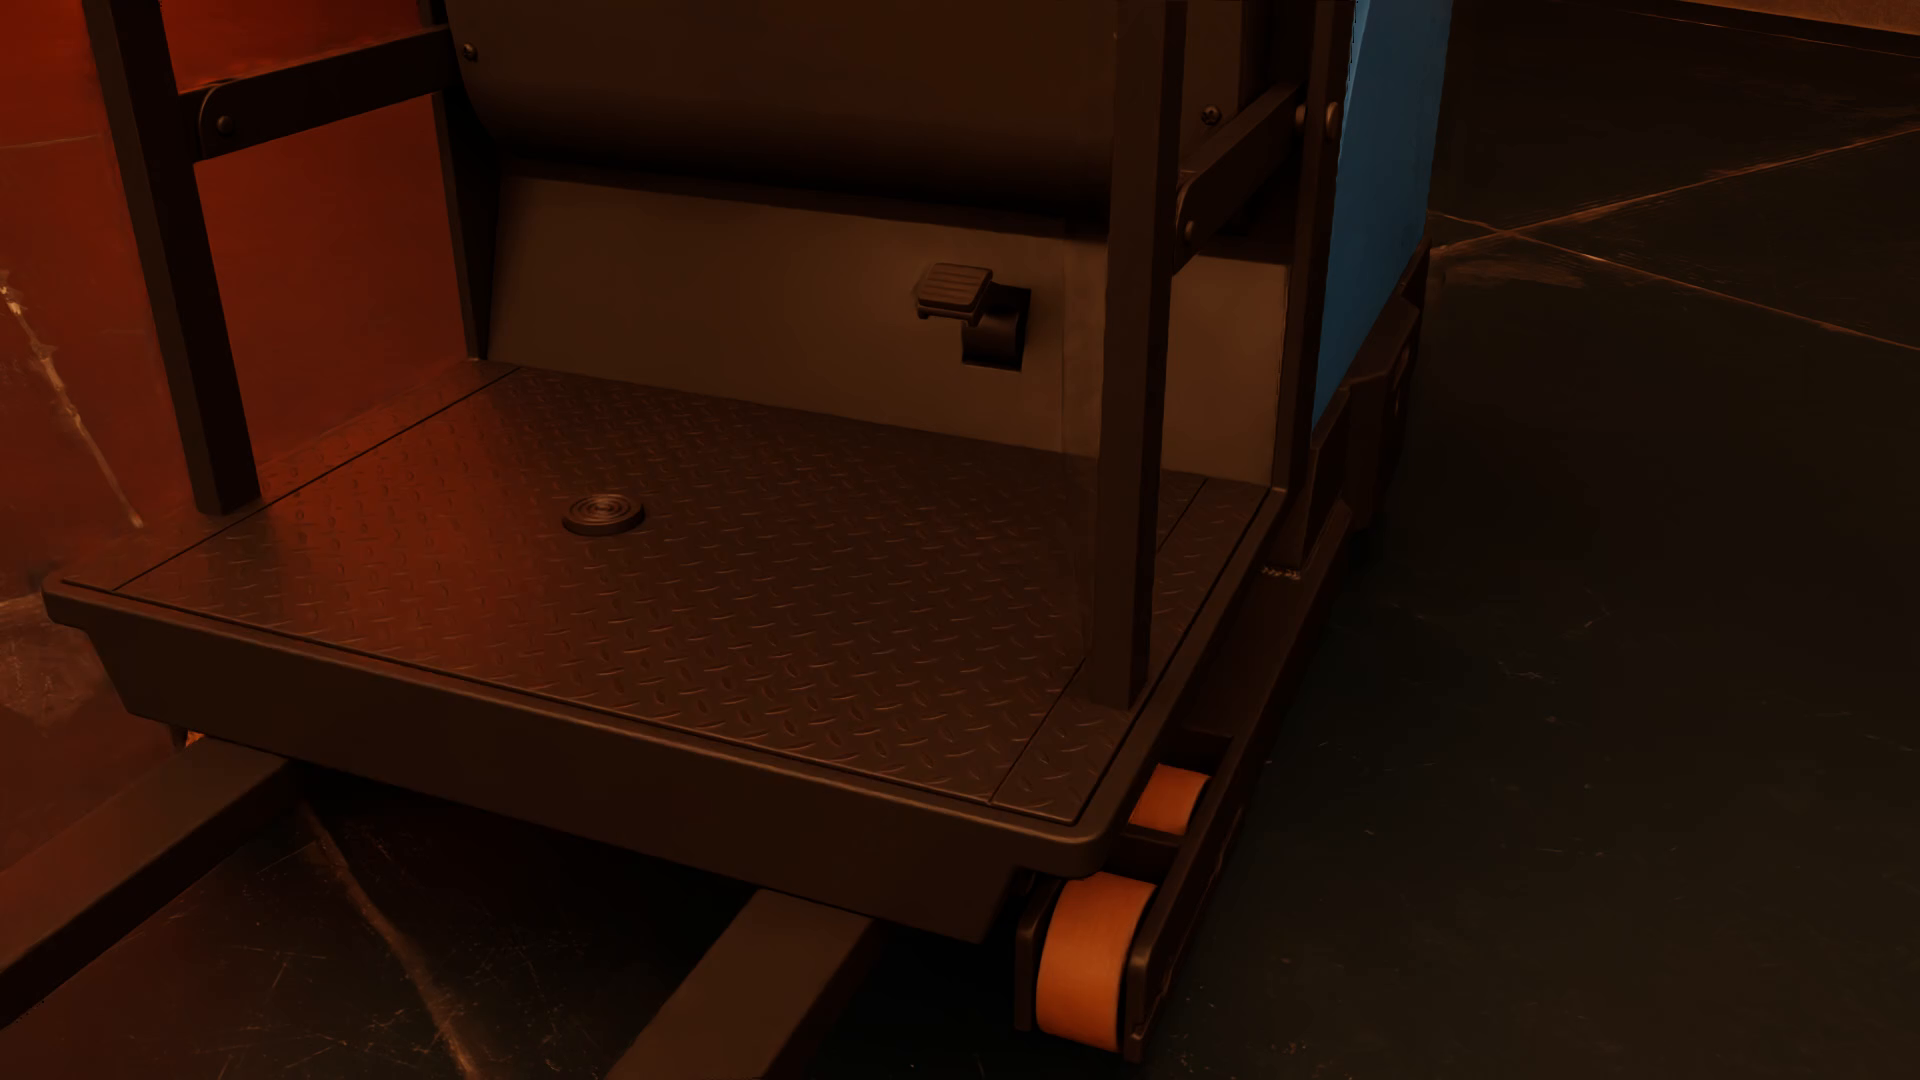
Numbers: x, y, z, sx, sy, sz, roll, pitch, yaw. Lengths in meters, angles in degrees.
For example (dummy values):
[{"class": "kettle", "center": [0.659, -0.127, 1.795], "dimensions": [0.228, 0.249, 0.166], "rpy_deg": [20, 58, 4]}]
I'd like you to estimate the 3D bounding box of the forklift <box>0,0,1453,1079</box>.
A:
[{"class": "forklift", "center": [-0.220, -1.051, 1.326], "dimensions": [1.130, 2.935, 3.031], "rpy_deg": [10, 28, 20]}]
